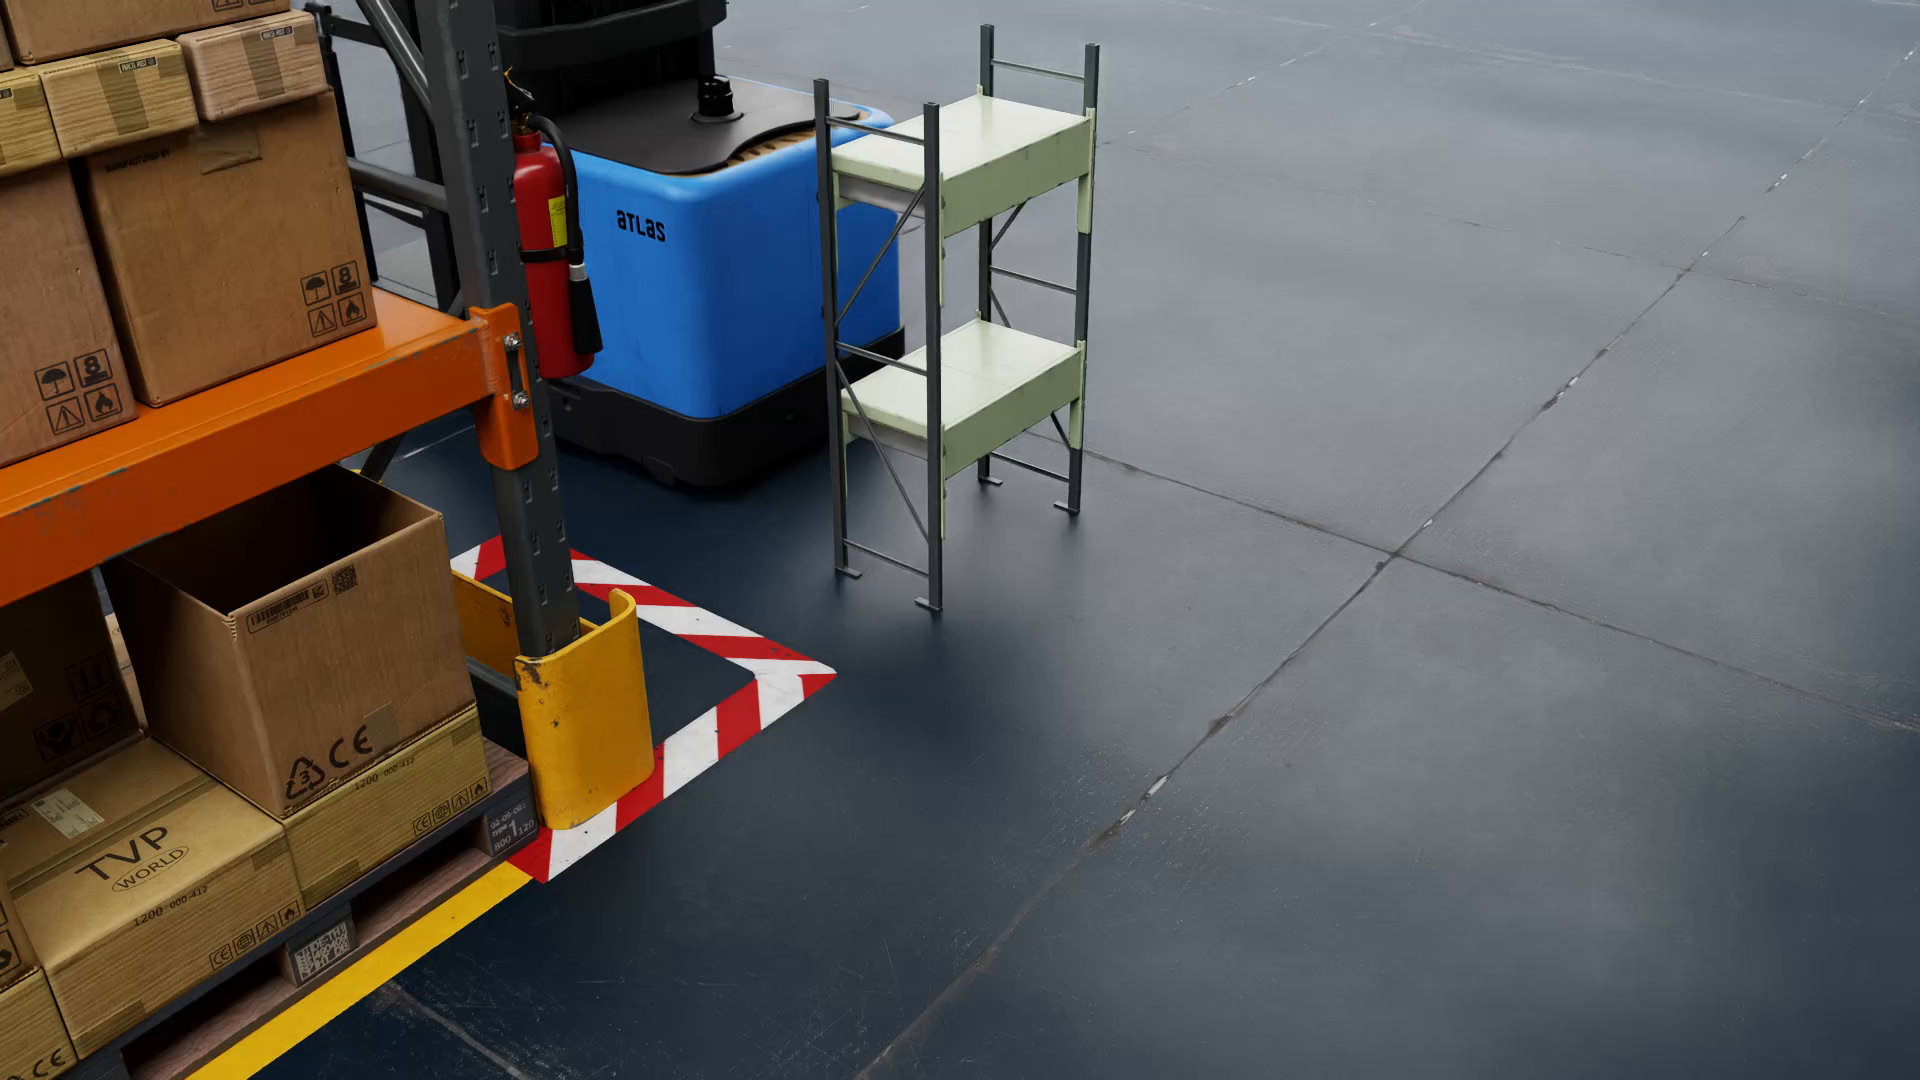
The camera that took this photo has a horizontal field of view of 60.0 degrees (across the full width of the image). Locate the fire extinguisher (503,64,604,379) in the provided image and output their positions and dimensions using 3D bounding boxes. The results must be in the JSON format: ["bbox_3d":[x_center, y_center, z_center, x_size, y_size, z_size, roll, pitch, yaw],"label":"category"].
[{"bbox_3d":[-0.898,-0.681,3.532,0.296,0.674,0.183,21,37,31],"label":"fire extinguisher"}]

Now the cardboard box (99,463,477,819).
[{"bbox_3d":[-1.426,0.180,3.553,0.500,0.500,0.500,21,37,31],"label":"cardboard box"}]

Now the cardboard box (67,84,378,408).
[{"bbox_3d":[-1.632,-0.666,3.334,0.700,0.500,0.500,21,37,31],"label":"cardboard box"}]

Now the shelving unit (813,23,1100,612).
[{"bbox_3d":[0.004,-0.648,4.872,0.431,1.500,0.755,21,37,31],"label":"shelving unit"}]

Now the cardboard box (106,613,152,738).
[{"bbox_3d":[-1.841,0.343,4.015,0.500,0.250,0.500,21,37,31],"label":"cardboard box"}]

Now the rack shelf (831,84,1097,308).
[{"bbox_3d":[0.004,-0.984,4.673,0.431,0.370,0.720,21,37,31],"label":"rack shelf"}]

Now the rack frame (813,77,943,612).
[{"bbox_3d":[-0.217,-0.499,4.621,0.400,1.500,0.023,21,37,31],"label":"rack frame"}]

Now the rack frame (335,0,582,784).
[{"bbox_3d":[-1.340,-0.809,3.673,1.000,3.000,0.127,21,37,31],"label":"rack frame"}]

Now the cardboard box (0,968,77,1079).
[{"bbox_3d":[-2.021,0.913,3.053,0.500,0.250,0.500,21,37,31],"label":"cardboard box"}]

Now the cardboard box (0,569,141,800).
[{"bbox_3d":[-2.141,0.224,3.479,0.500,0.500,0.500,21,37,31],"label":"cardboard box"}]

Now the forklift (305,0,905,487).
[{"bbox_3d":[-1.675,-2.032,5.805,3.031,2.935,1.130,21,37,32],"label":"forklift"}]

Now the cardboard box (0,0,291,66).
[{"bbox_3d":[-1.664,-1.203,2.967,0.700,0.500,0.500,21,37,31],"label":"cardboard box"}]

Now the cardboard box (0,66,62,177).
[{"bbox_3d":[-1.730,-0.706,2.765,0.380,0.149,0.250,21,36,31],"label":"cardboard box"}]

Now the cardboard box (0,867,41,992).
[{"bbox_3d":[-2.018,0.591,2.860,0.500,0.500,0.500,21,37,31],"label":"cardboard box"}]

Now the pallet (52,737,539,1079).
[{"bbox_3d":[-1.768,0.714,3.838,1.003,0.211,1.213,21,37,31],"label":"pallet"}]

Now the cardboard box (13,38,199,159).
[{"bbox_3d":[-1.576,-0.810,2.941,0.380,0.149,0.250,22,37,32],"label":"cardboard box"}]

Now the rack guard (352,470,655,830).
[{"bbox_3d":[-1.325,0.257,4.327,1.175,0.500,0.348,21,37,31],"label":"rack guard"}]

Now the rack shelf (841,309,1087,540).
[{"bbox_3d":[0.004,-0.367,5.038,0.431,0.370,0.720,21,37,31],"label":"rack shelf"}]

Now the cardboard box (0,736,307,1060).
[{"bbox_3d":[-1.720,0.709,3.396,0.500,0.250,0.500,21,37,31],"label":"cardboard box"}]

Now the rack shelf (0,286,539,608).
[{"bbox_3d":[-2.547,0.313,2.485,1.077,0.370,4.000,21,37,31],"label":"rack shelf"}]

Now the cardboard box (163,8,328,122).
[{"bbox_3d":[-1.419,-0.917,3.121,0.380,0.149,0.250,20,36,31],"label":"cardboard box"}]

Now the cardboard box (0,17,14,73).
[{"bbox_3d":[-1.977,-0.987,2.603,0.700,0.500,0.500,20,36,30],"label":"cardboard box"}]

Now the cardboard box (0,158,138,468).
[{"bbox_3d":[-1.945,-0.451,2.971,0.700,0.500,0.500,22,37,32],"label":"cardboard box"}]

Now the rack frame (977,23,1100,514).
[{"bbox_3d":[0.225,-0.797,5.123,0.400,1.500,0.023,21,37,31],"label":"rack frame"}]

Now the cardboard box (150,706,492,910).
[{"bbox_3d":[-1.428,0.502,3.746,0.500,0.250,0.500,21,37,31],"label":"cardboard box"}]

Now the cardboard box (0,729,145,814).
[{"bbox_3d":[-2.140,0.547,3.670,0.500,0.250,0.500,21,37,31],"label":"cardboard box"}]
